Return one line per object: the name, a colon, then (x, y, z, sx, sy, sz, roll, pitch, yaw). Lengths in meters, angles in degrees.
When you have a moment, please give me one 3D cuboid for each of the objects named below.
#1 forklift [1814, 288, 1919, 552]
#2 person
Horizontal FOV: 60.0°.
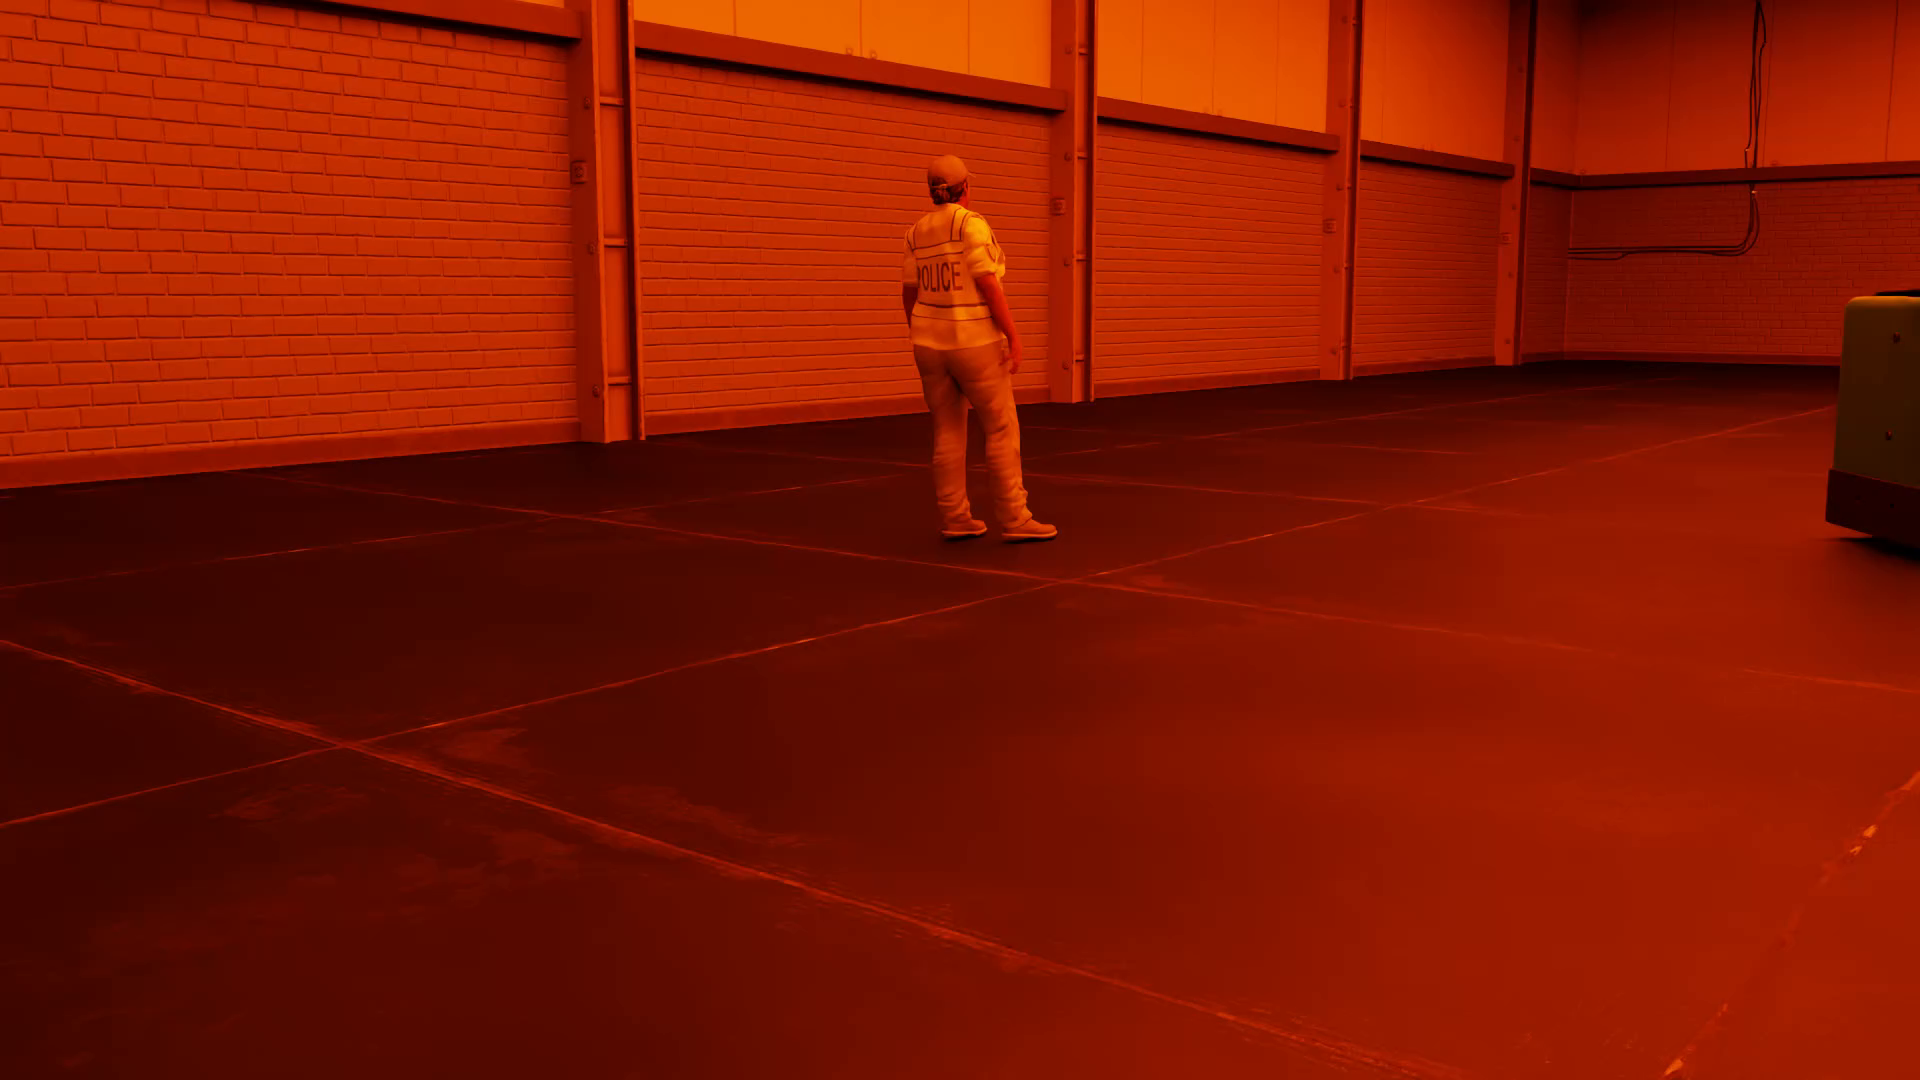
forklift: (5.323, -1.385, 6.748, 3.031, 2.935, 1.130, 1, 8, 4)
person: (0.066, -0.838, 7.328, 0.598, 1.670, 0.529, 7, 11, 38)
